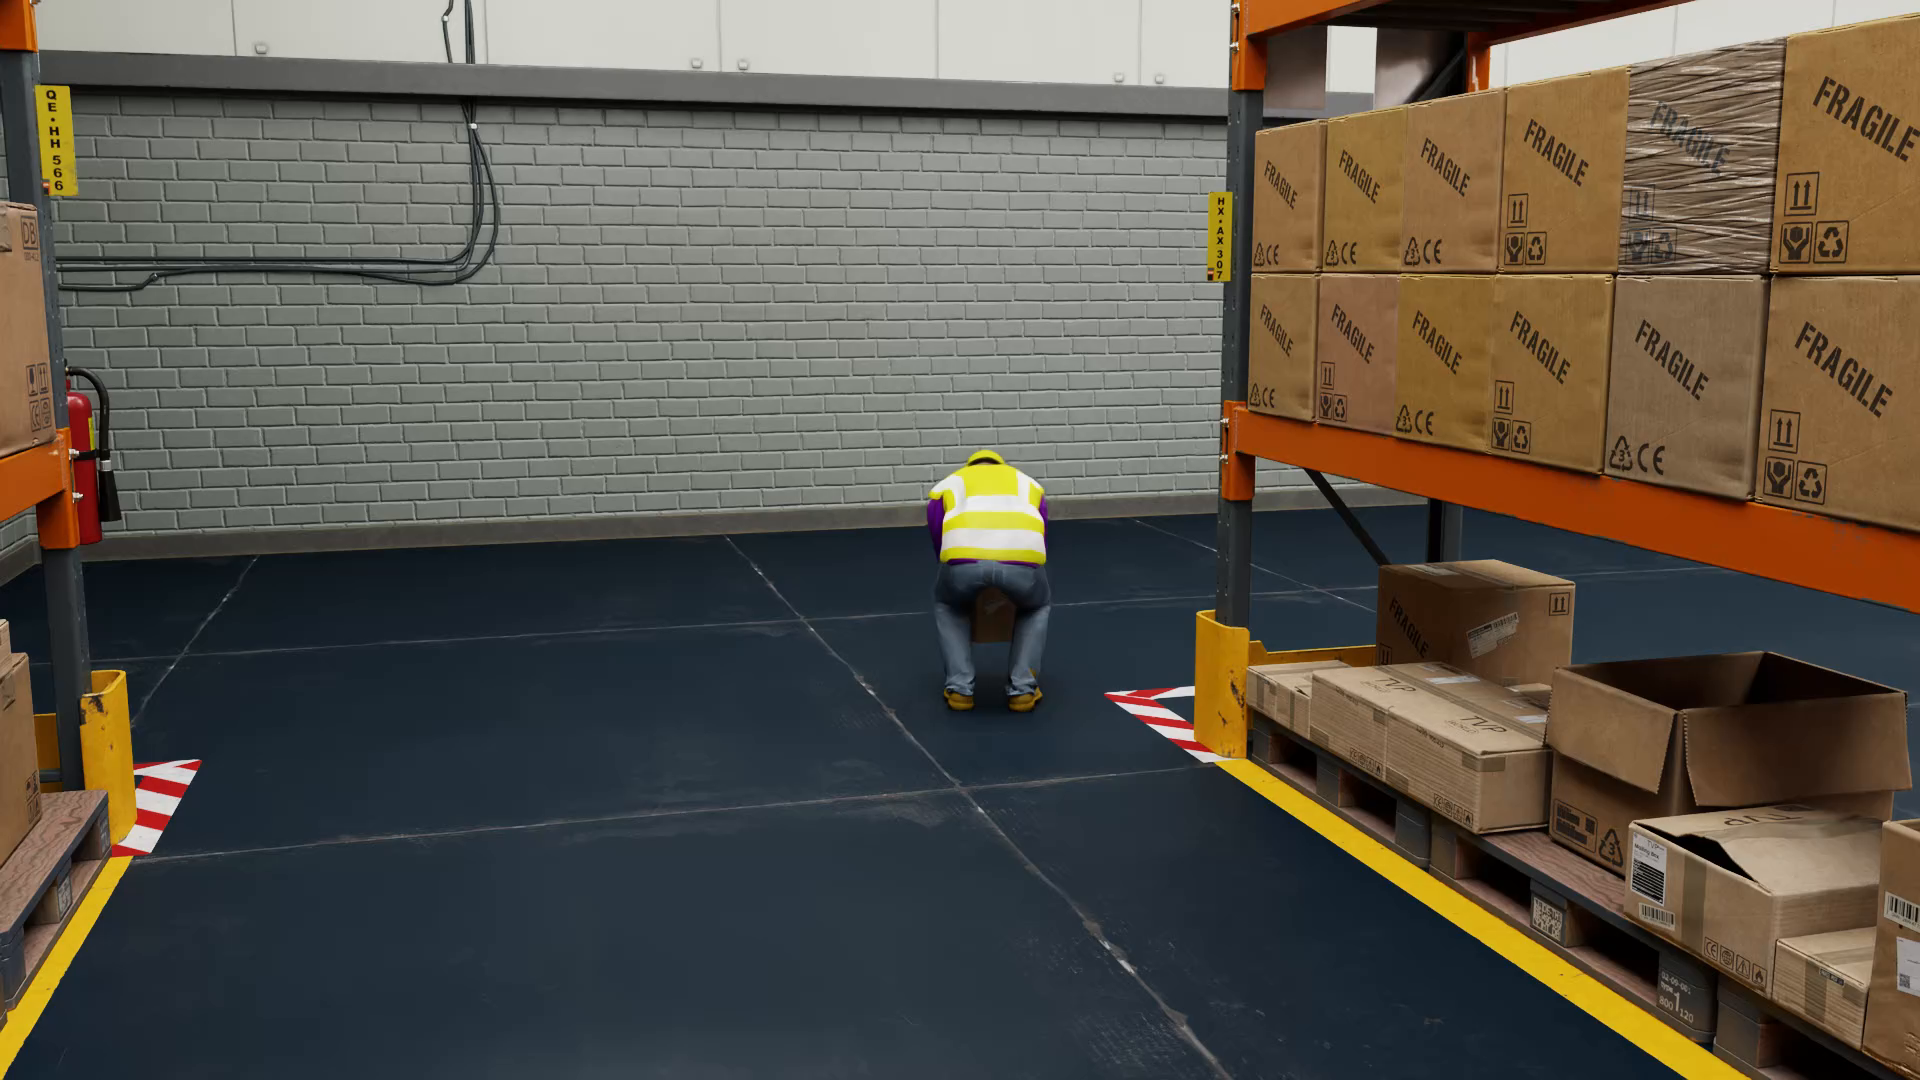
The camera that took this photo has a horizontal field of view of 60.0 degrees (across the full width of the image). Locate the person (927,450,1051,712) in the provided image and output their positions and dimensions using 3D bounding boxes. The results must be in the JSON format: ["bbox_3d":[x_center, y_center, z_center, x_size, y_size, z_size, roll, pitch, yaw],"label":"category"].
[{"bbox_3d":[0.122,0.163,7.121,0.539,1.025,0.951,0,9,2],"label":"person"}]
